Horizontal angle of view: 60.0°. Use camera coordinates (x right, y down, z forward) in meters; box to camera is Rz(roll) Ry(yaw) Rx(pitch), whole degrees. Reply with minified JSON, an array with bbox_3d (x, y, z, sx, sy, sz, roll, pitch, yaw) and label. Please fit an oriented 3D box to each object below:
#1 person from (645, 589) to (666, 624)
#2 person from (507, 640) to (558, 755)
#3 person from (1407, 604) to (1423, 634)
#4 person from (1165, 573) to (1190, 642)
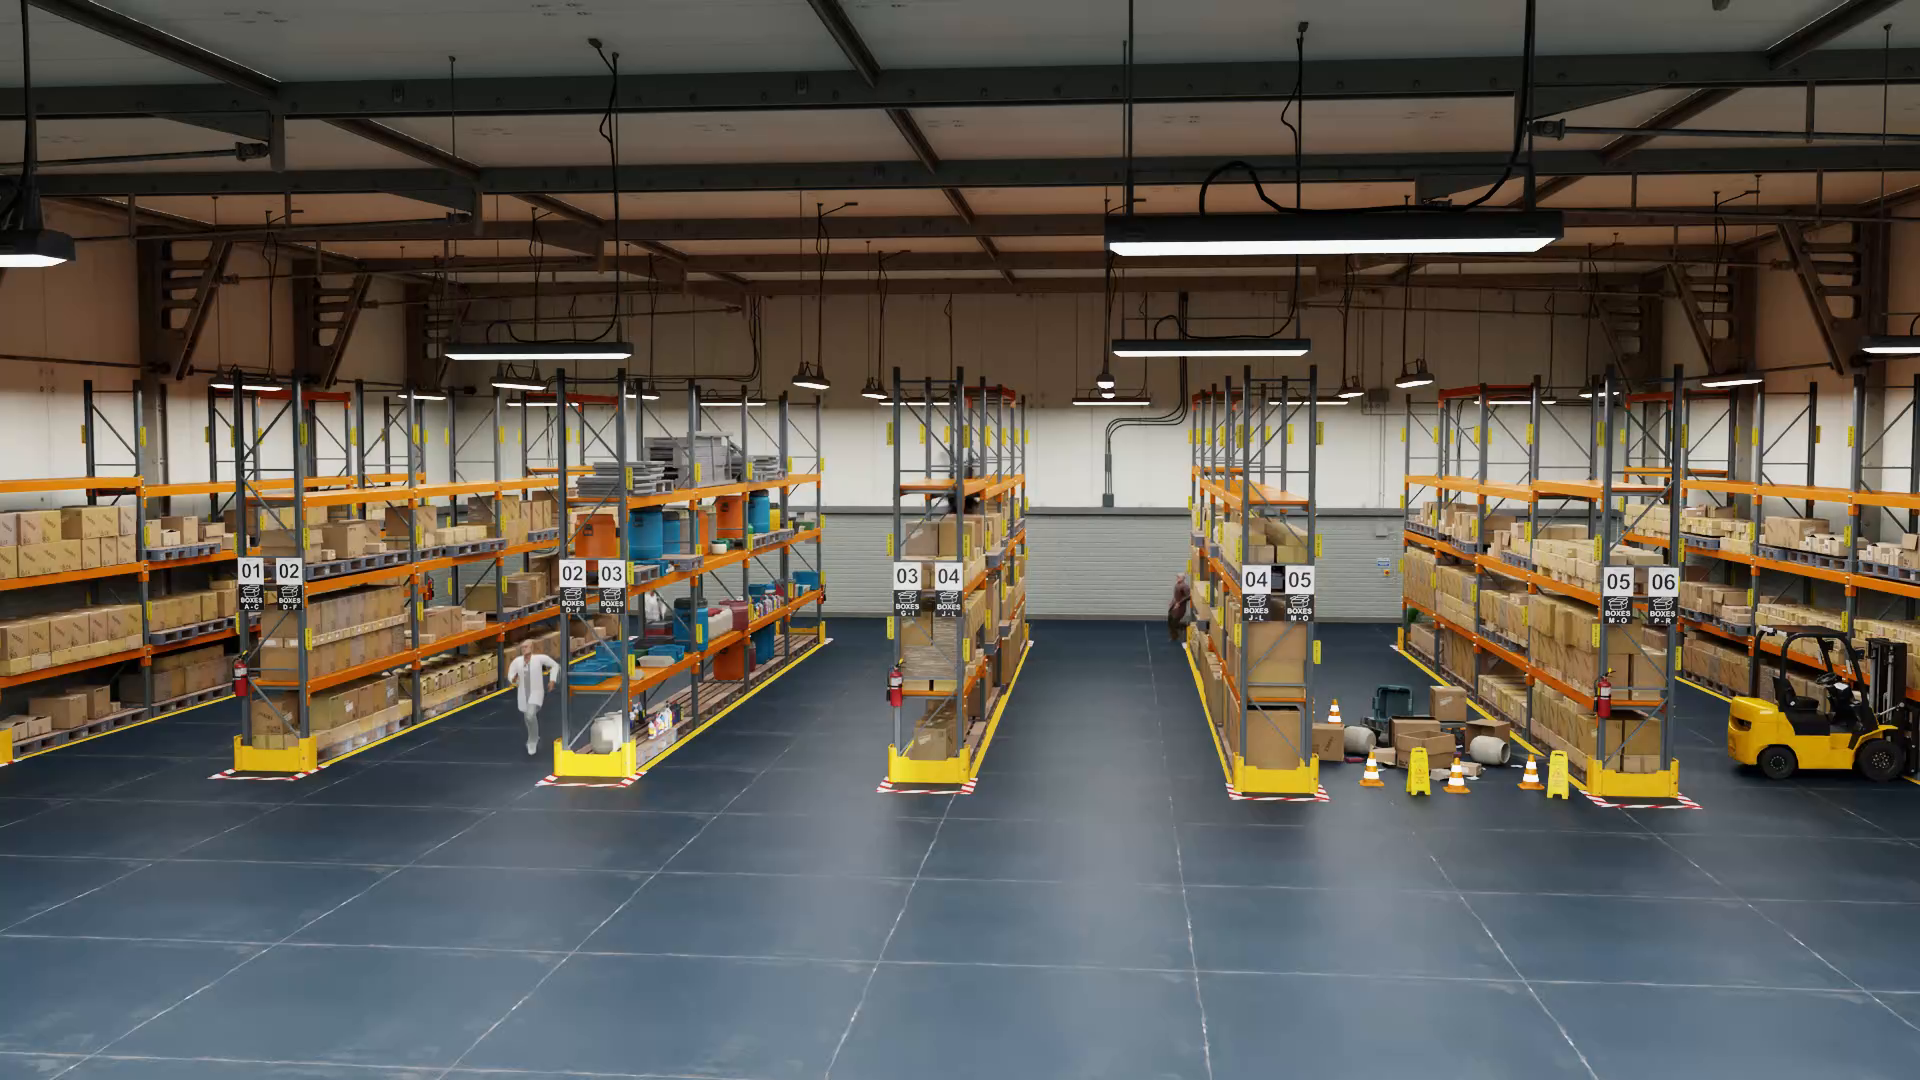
[{"bbox_3d":[-7.016,1.797,37.944,0.615,1.670,0.826,0,4,-8],"label":"person"},{"bbox_3d":[-6.776,2.499,26.355,0.728,1.767,0.965,1,4,9],"label":"person"},{"bbox_3d":[11.038,1.637,40.334,0.739,1.749,0.717,2,4,32],"label":"person"},{"bbox_3d":[5.391,1.651,40.450,0.677,1.737,0.756,-1,4,-10],"label":"person"}]
